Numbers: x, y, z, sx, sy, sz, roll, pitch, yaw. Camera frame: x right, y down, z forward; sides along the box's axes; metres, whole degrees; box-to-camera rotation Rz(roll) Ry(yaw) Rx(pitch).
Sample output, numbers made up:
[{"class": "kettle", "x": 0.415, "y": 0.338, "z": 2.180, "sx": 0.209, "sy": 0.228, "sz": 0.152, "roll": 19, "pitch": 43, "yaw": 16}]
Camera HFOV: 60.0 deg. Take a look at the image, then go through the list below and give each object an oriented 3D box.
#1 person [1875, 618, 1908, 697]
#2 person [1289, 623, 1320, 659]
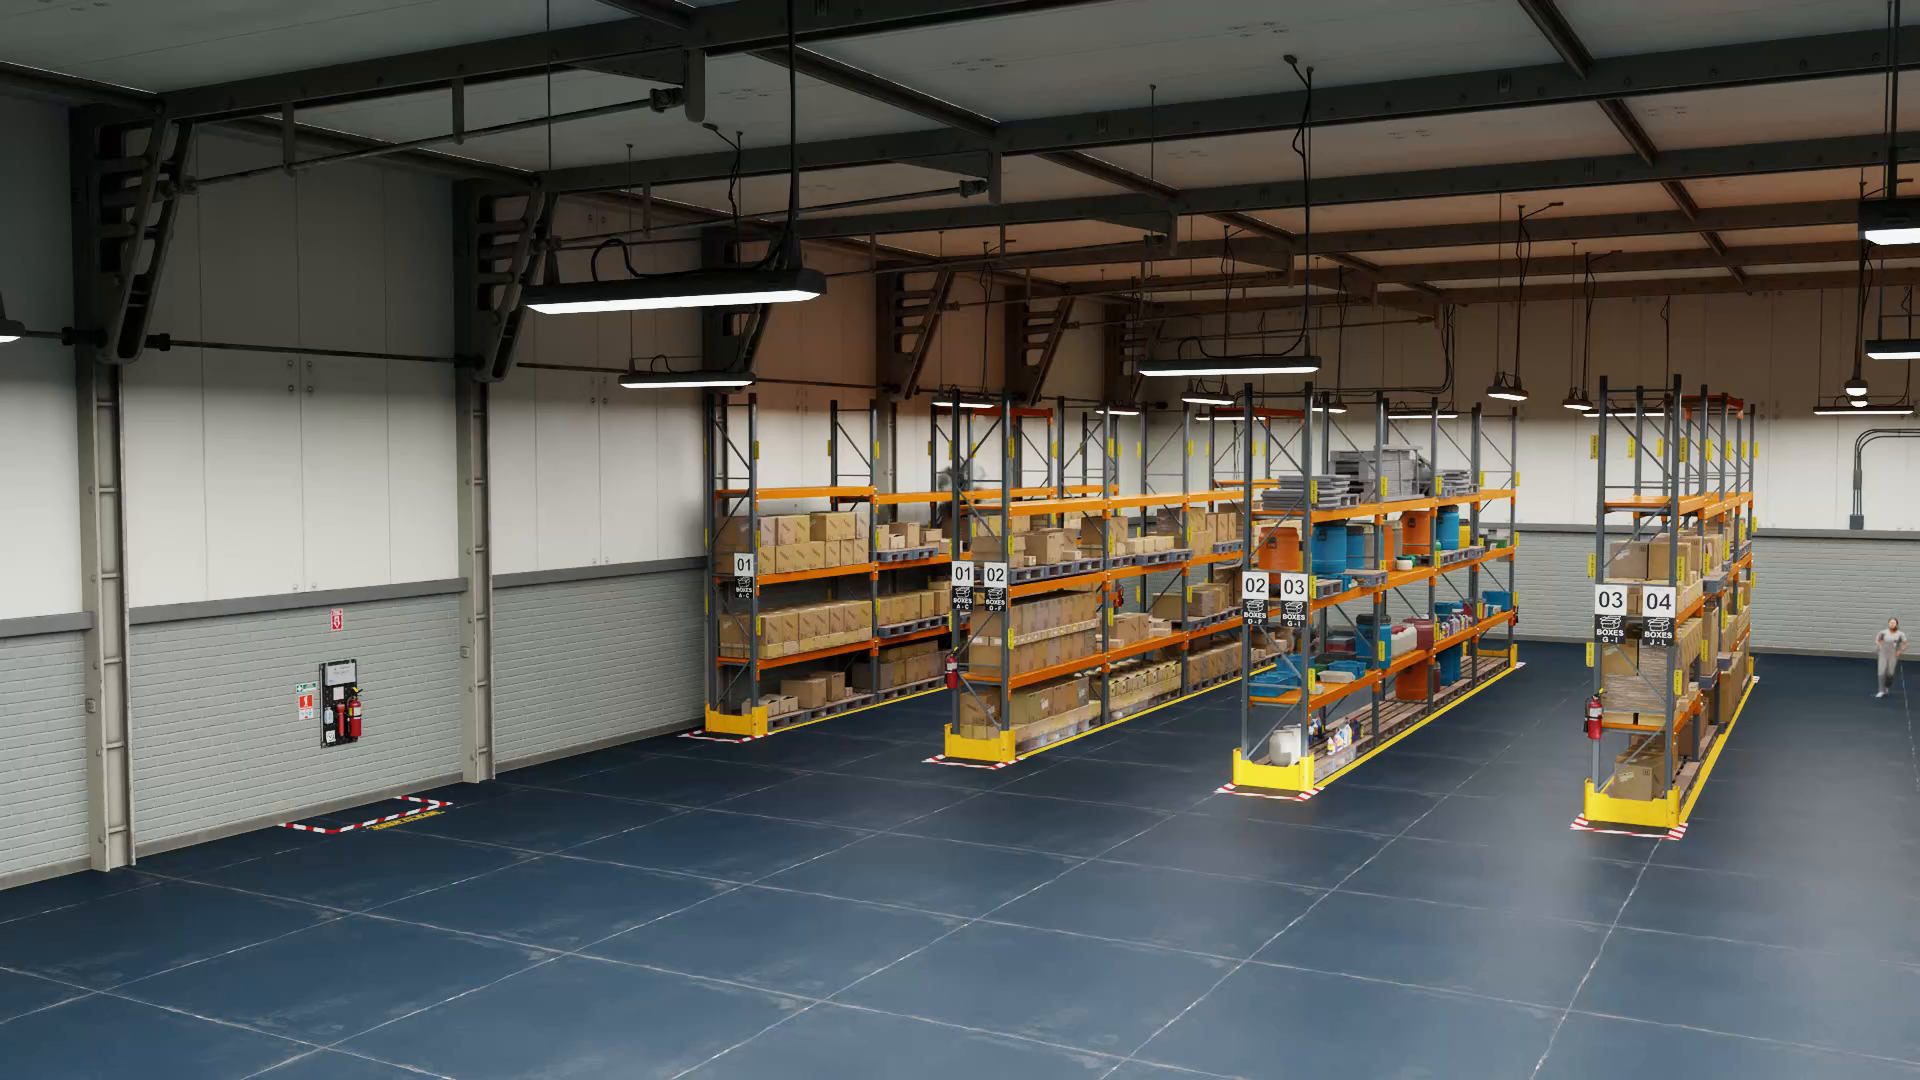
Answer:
[{"class": "person", "x": 18.793, "y": 2.383, "z": 33.598, "sx": 0.582, "sy": 1.613, "sz": 0.574, "roll": 2, "pitch": 4, "yaw": 37}, {"class": "person", "x": 7.075, "y": 2.309, "z": 34.145, "sx": 0.644, "sy": 1.680, "sz": 0.591, "roll": 1, "pitch": 3, "yaw": 14}]
